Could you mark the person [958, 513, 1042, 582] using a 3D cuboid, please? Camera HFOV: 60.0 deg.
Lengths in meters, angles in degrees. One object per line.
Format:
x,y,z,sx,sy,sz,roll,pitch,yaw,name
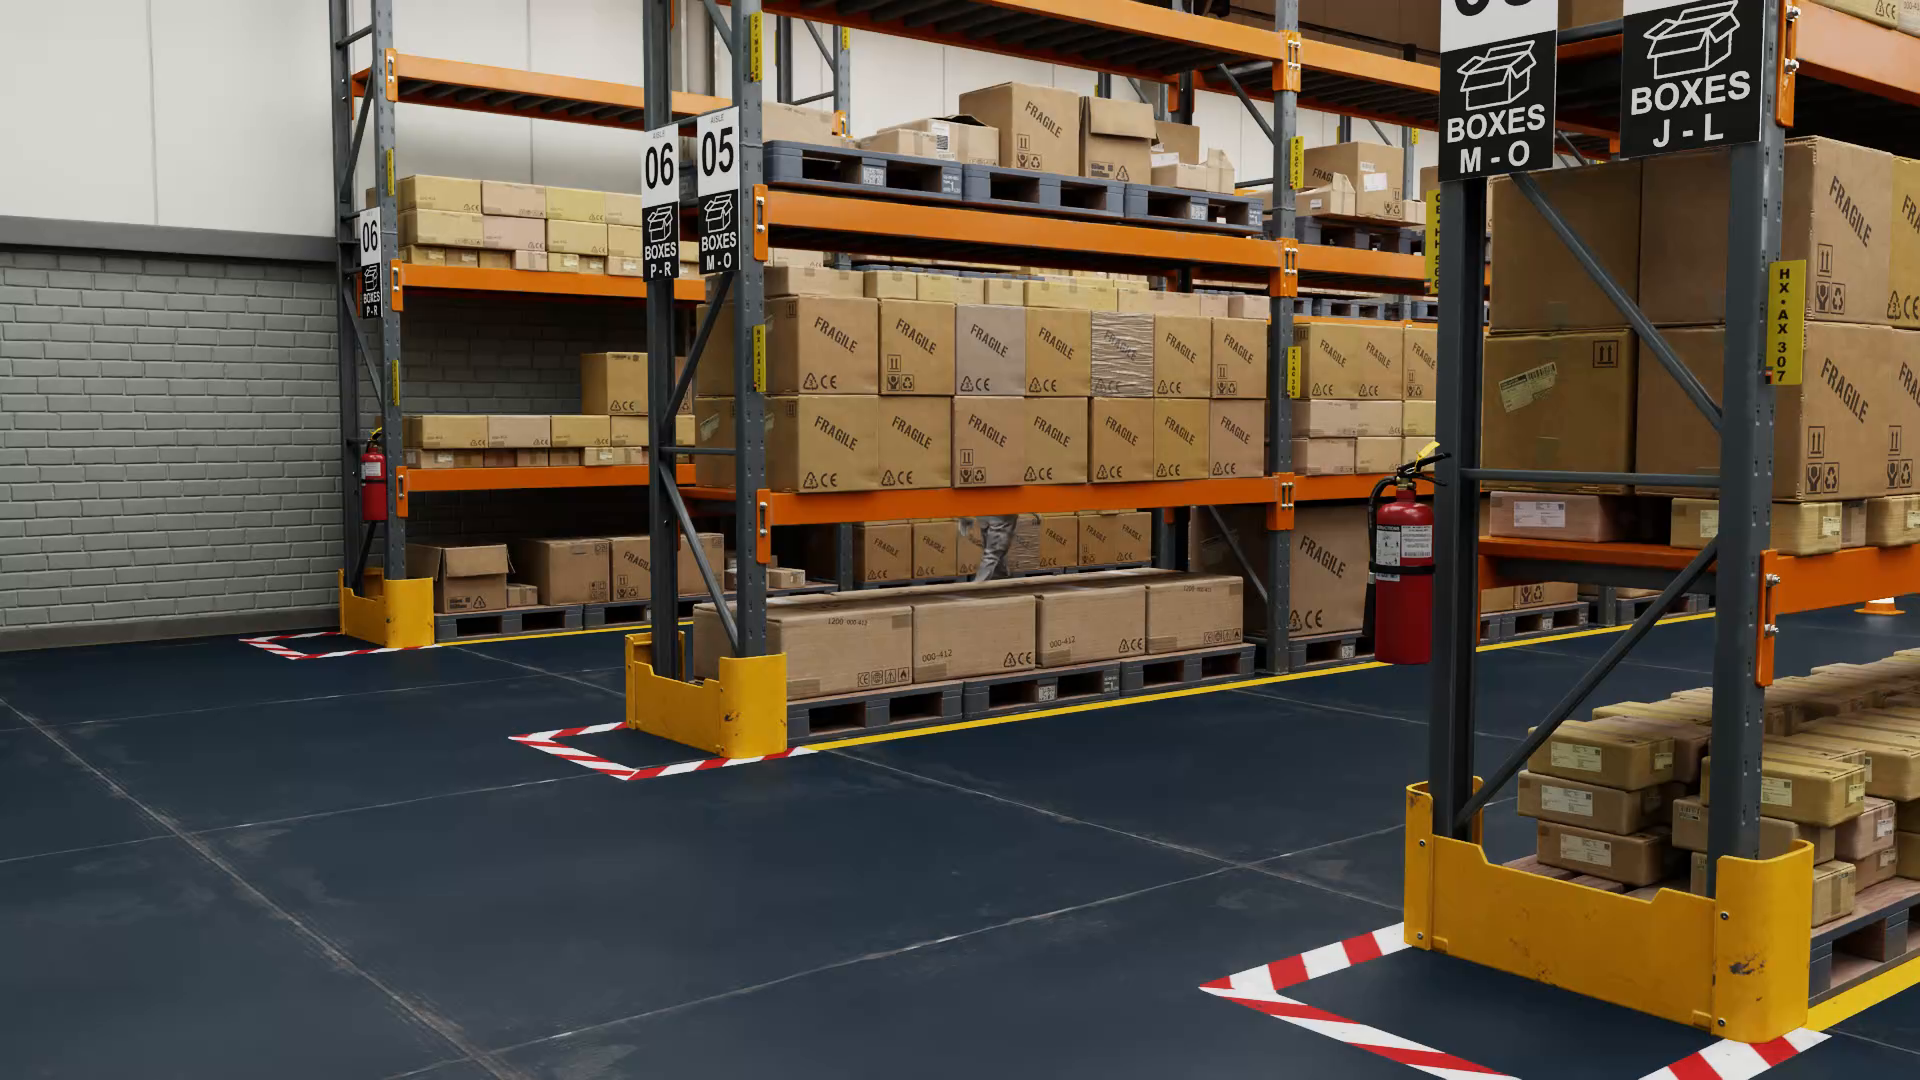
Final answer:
0.378,-0.237,13.770,0.549,1.726,0.996,4,6,41,person
